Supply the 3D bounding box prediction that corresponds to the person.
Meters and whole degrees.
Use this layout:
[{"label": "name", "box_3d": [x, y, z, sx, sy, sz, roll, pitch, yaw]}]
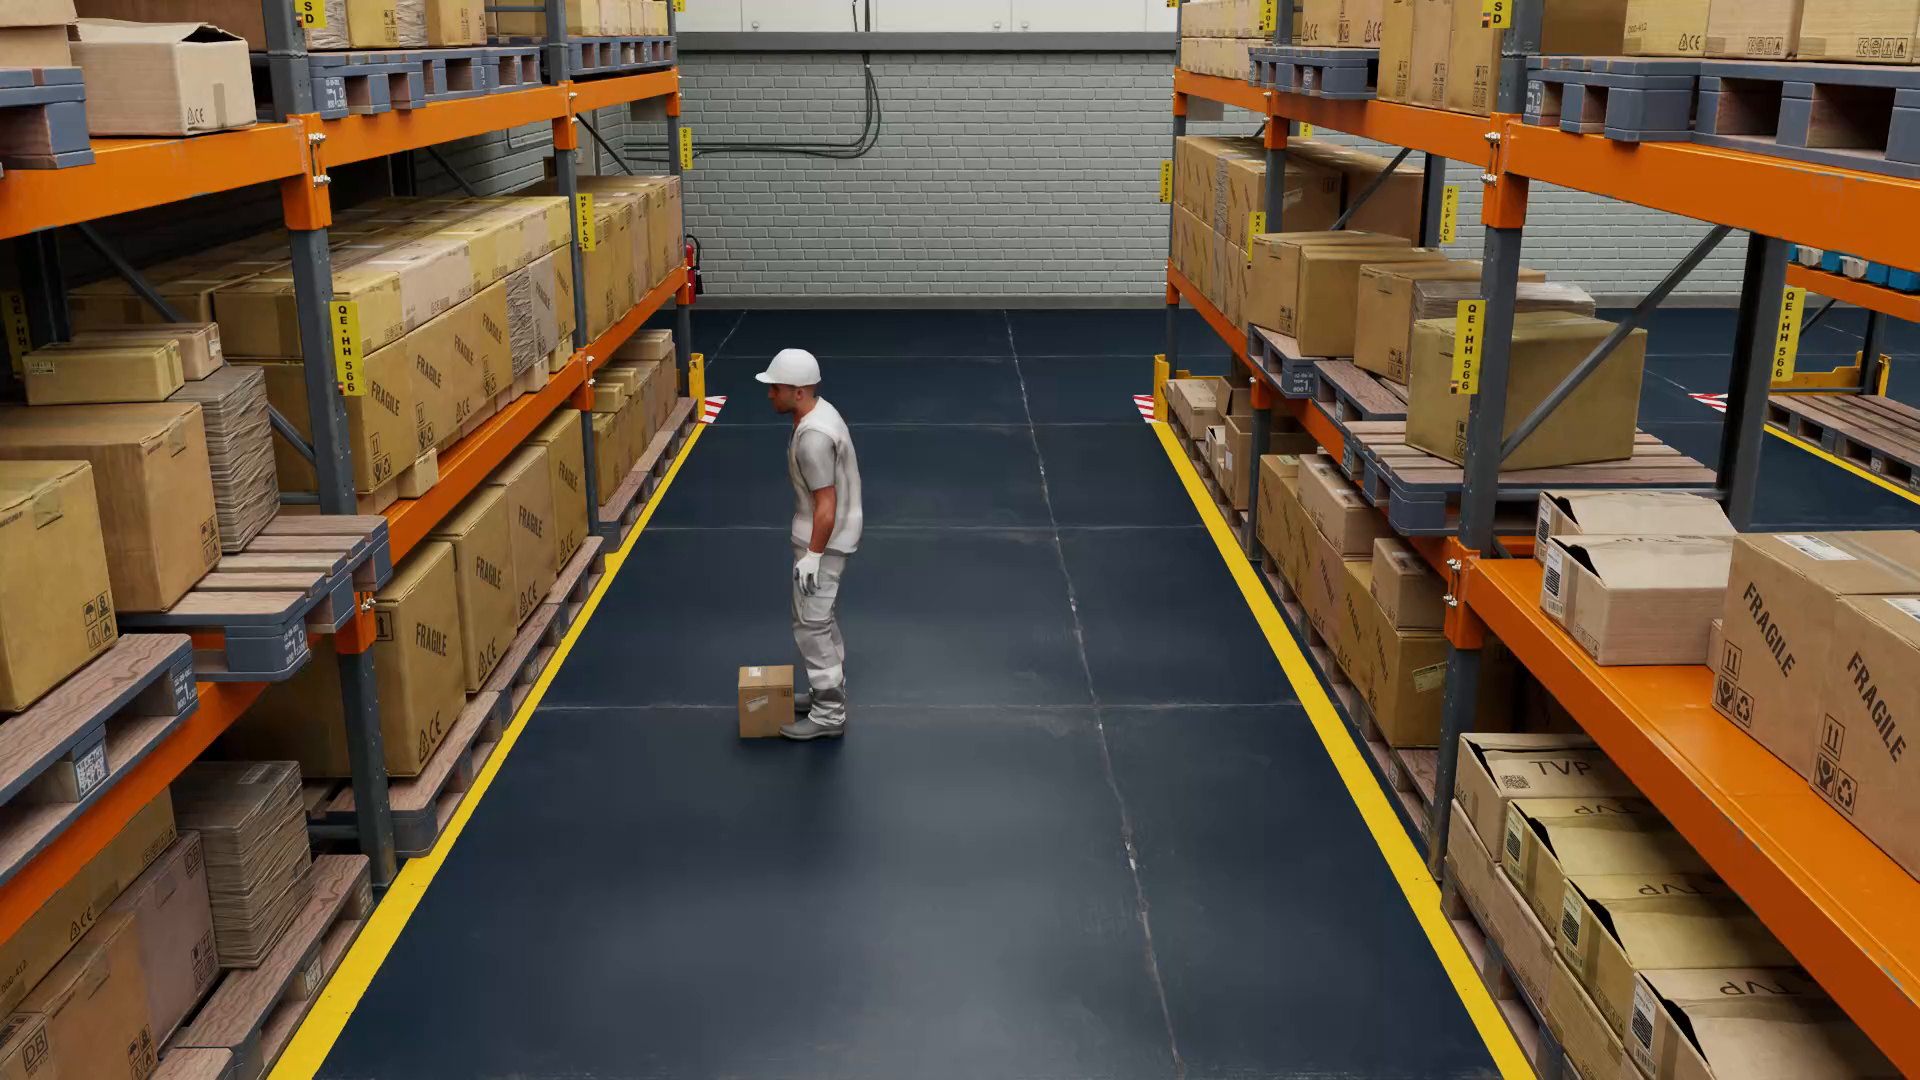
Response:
[{"label": "person", "box_3d": [-0.662, 0.018, 7.461, 0.453, 1.778, 0.616, -1, 17, -4]}]
